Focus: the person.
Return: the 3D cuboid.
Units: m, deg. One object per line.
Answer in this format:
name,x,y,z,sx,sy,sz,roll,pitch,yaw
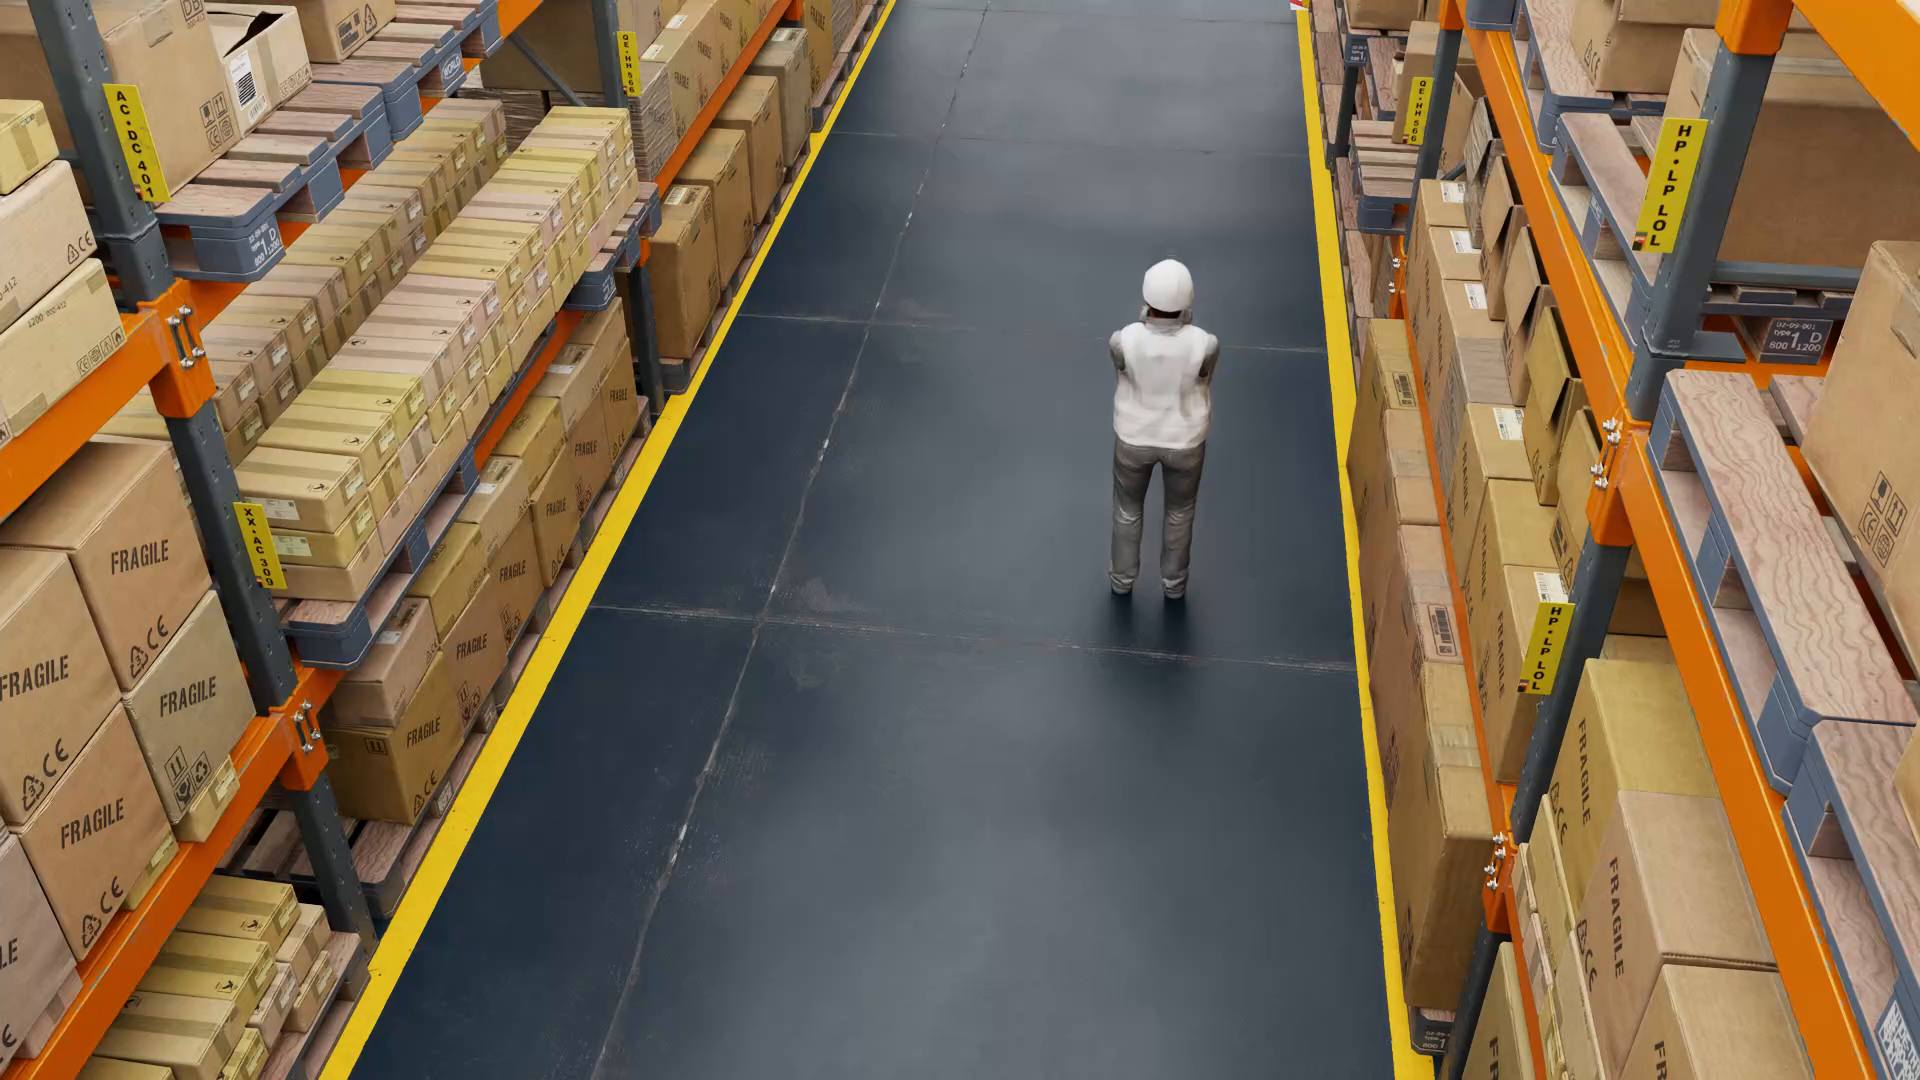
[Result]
person,0.925,-0.548,7.780,0.495,1.771,0.548,4,36,6
